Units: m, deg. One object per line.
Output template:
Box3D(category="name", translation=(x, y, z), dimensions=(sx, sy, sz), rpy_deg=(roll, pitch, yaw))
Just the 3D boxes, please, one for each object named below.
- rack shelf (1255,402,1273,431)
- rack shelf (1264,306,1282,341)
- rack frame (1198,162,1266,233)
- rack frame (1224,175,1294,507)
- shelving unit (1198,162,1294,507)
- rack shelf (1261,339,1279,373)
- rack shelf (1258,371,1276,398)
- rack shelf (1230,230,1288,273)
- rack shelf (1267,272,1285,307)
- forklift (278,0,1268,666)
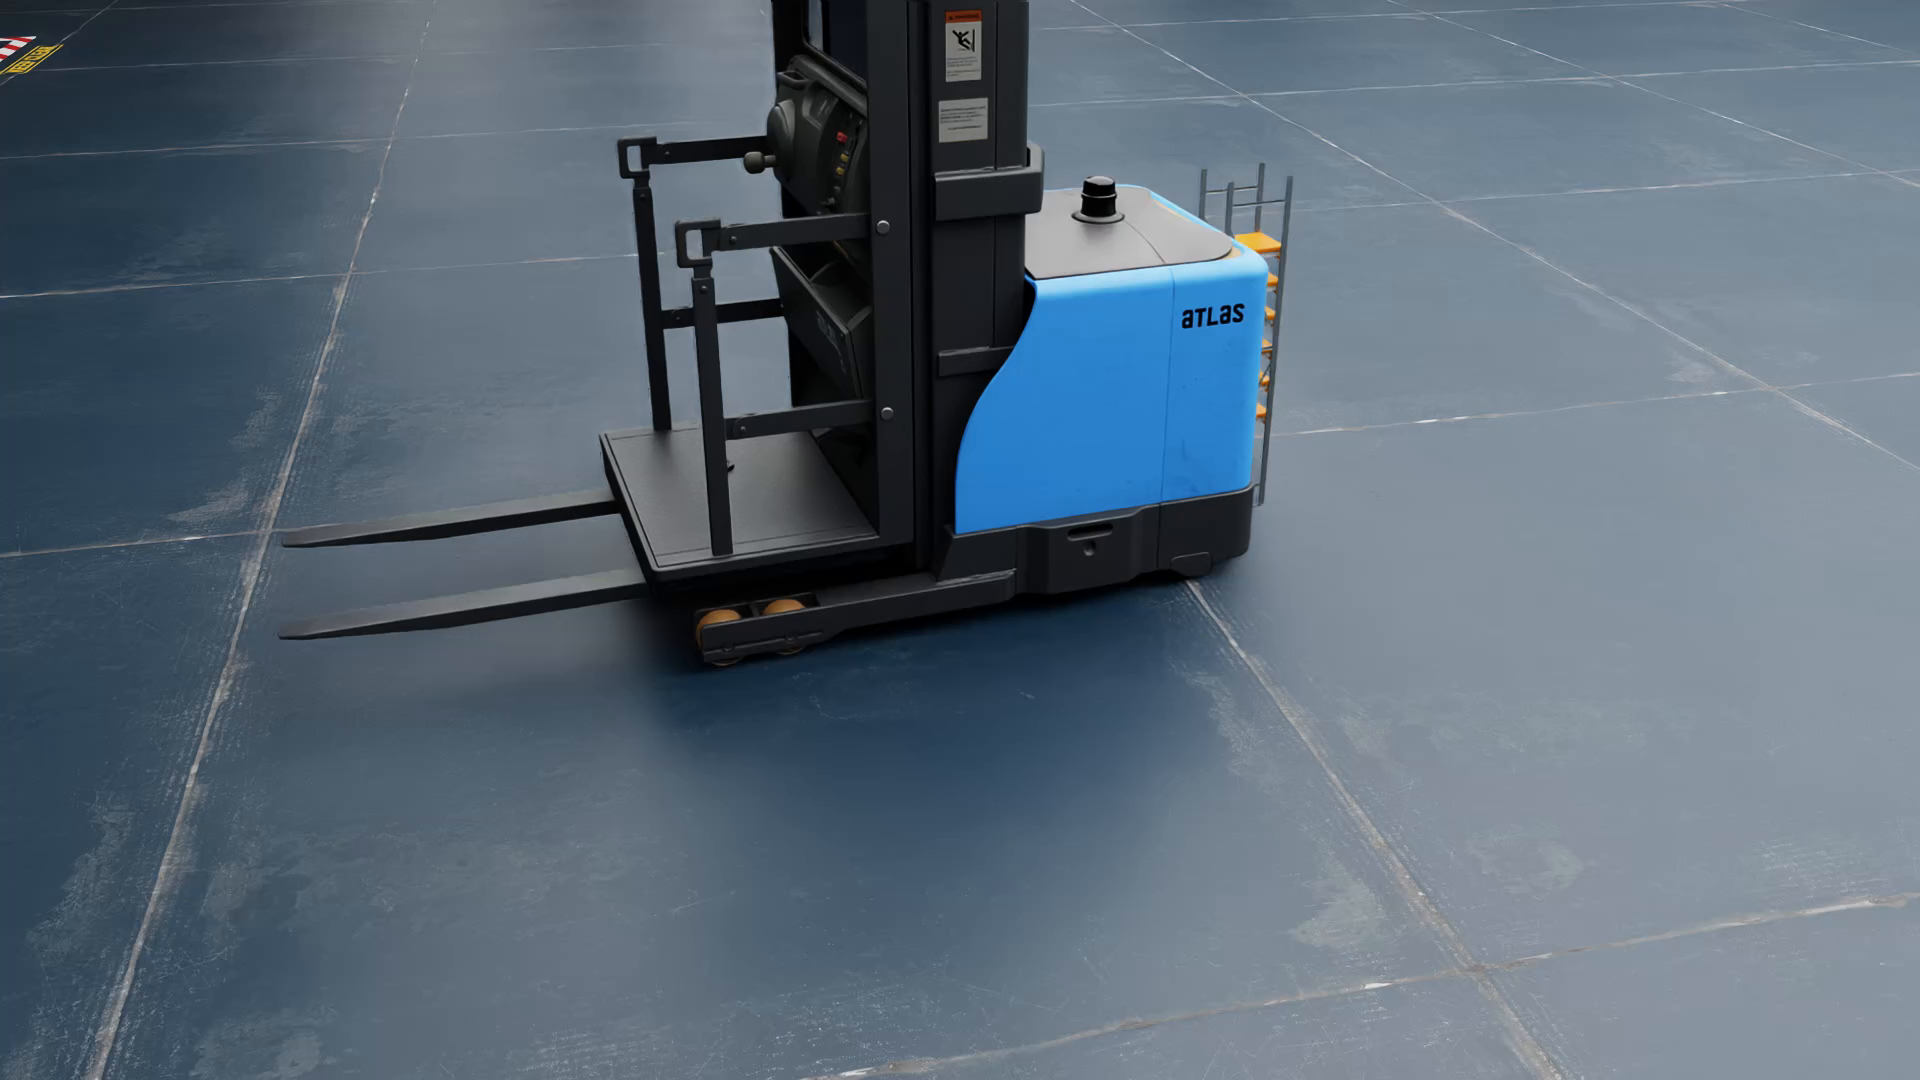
Box3D(category="rack shelf", translation=(0.950, -0.428, 5.897), dimensions=(0.258, 0.103, 0.180), rpy_deg=(-10, 28, -18))
Box3D(category="rack shelf", translation=(0.950, -0.749, 5.735), dimensions=(0.258, 0.103, 0.180), rpy_deg=(-10, 28, -18))
Box3D(category="rack frame", translation=(0.918, -0.720, 5.845), dimensions=(0.240, 1.200, 0.006), rpy_deg=(-10, 28, -18))
Box3D(category="rack frame", translation=(0.982, -0.643, 5.692), dimensions=(0.240, 1.200, 0.006), rpy_deg=(-10, 28, -18))
Box3D(category="shelving unit", translation=(0.950, -0.682, 5.769), dimensions=(0.258, 1.200, 0.189), rpy_deg=(-10, 28, -18))
Box3D(category="rack shelf", translation=(0.950, -0.642, 5.789), dimensions=(0.258, 0.103, 0.180), rpy_deg=(-10, 28, -18))
Box3D(category="rack shelf", translation=(0.950, -0.535, 5.843), dimensions=(0.258, 0.103, 0.180), rpy_deg=(-10, 28, -18))
Box3D(category="rack shelf", translation=(0.950, -0.963, 5.627), dimensions=(0.258, 0.103, 0.180), rpy_deg=(-10, 28, -18))
Box3D(category="rack shelf", translation=(0.950, -0.856, 5.681), dimensions=(0.258, 0.103, 0.180), rpy_deg=(-10, 28, -18))
Box3D(category="forklift", translation=(-0.609, -1.198, 4.871), dimensions=(3.031, 2.935, 1.130), rpy_deg=(-9, 28, -17))
